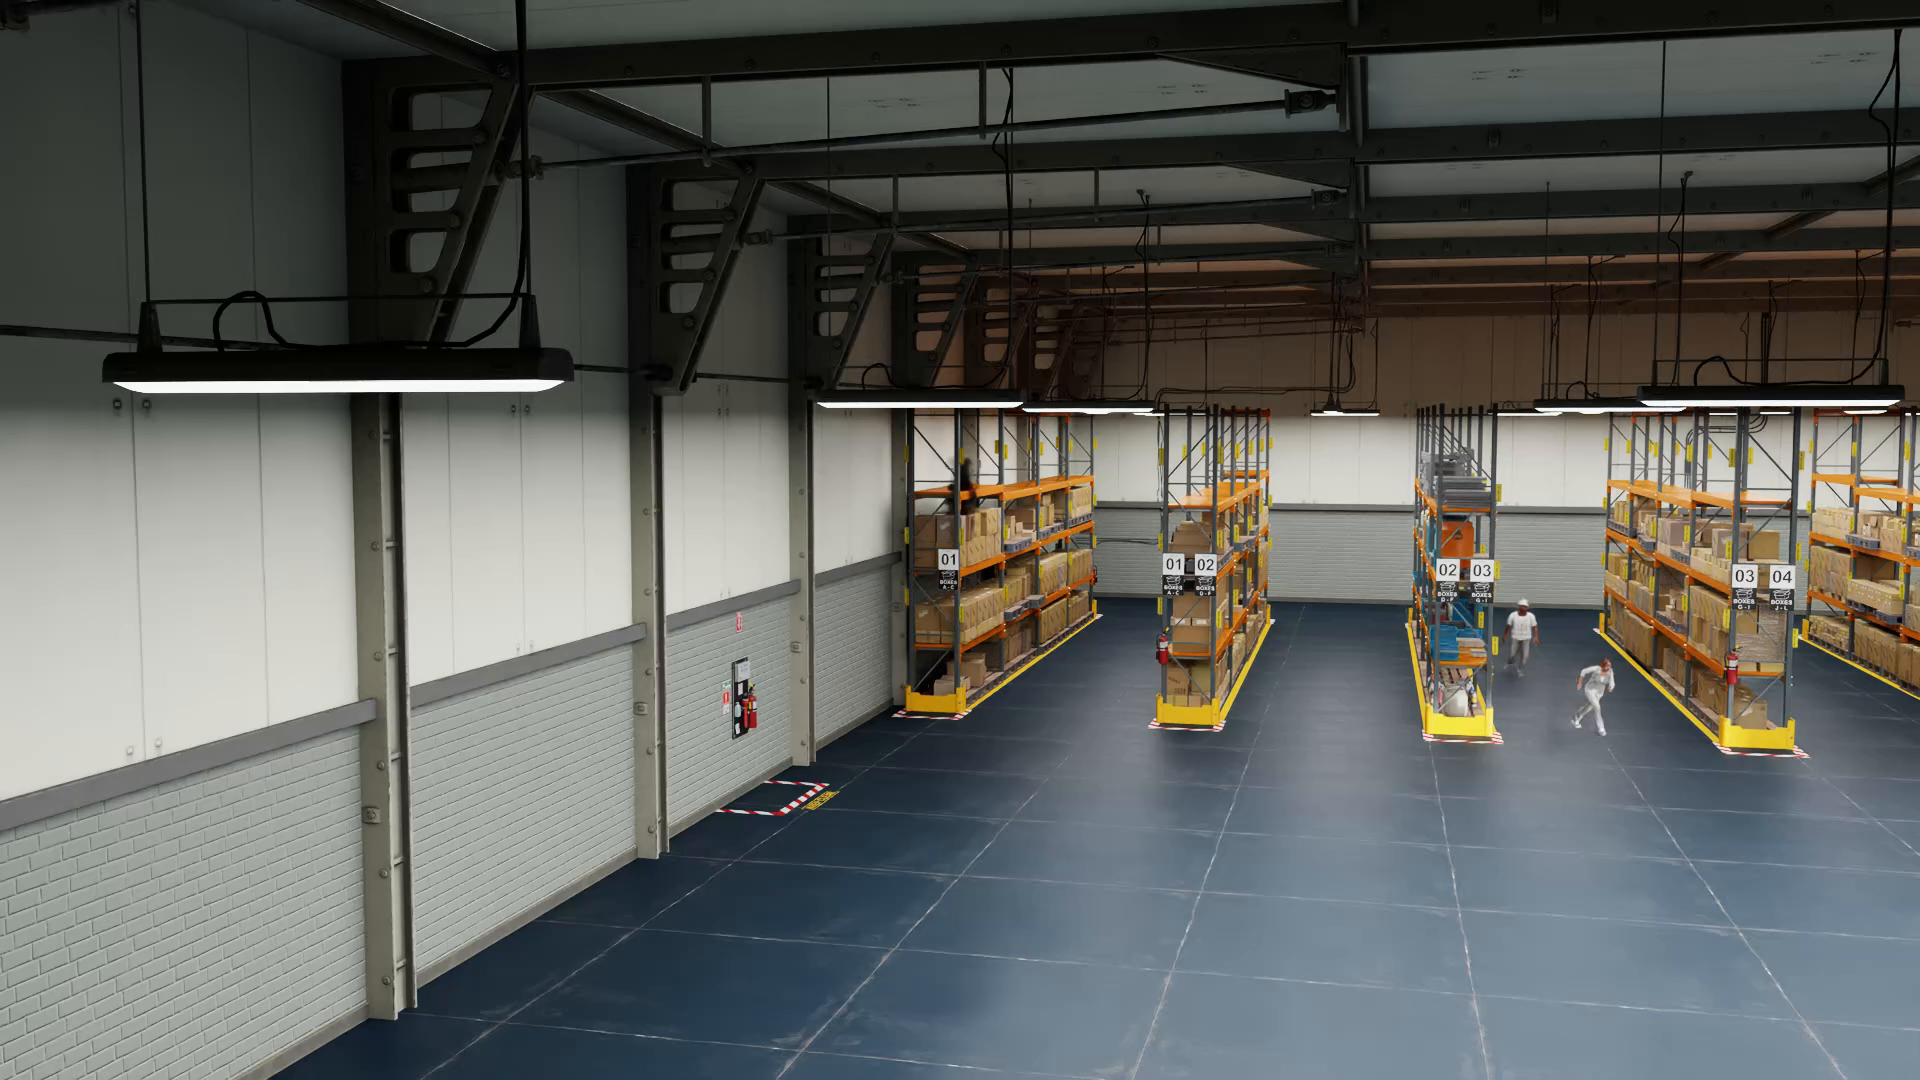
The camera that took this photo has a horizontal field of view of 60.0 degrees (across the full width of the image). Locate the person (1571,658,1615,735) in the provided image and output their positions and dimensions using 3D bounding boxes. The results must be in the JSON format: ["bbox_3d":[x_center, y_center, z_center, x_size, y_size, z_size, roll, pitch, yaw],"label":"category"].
[{"bbox_3d":[11.510,2.787,30.204,0.524,1.406,1.019,-1,4,-11],"label":"person"}]

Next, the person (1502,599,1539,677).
[{"bbox_3d":[12.423,2.169,36.896,0.750,1.726,0.673,1,4,15],"label":"person"}]
